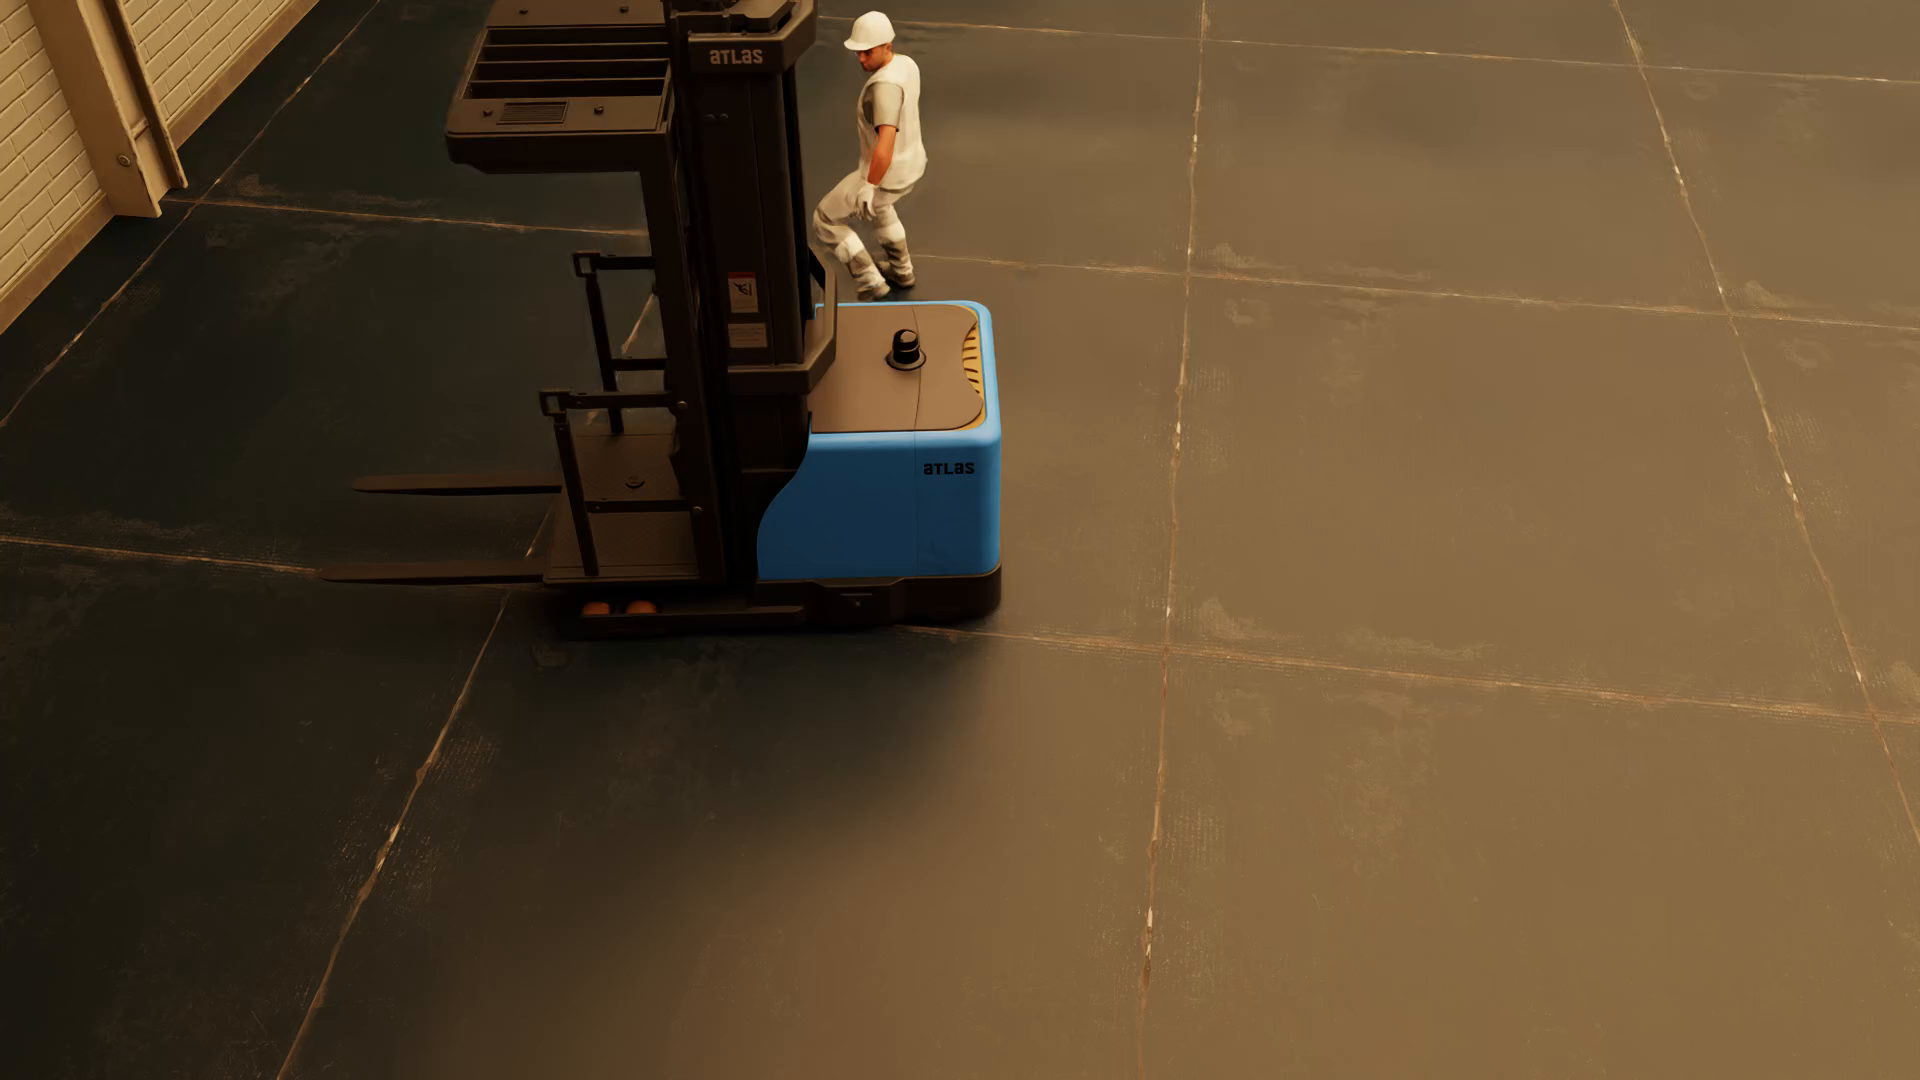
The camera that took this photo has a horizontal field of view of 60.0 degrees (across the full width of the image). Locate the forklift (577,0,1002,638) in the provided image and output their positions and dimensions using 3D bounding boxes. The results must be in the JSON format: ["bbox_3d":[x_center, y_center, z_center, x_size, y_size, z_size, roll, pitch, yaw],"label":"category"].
[{"bbox_3d":[-1.346,-1.010,6.824,3.031,2.935,1.130,-1,43,-2],"label":"forklift"}]

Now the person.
[{"bbox_3d":[-0.445,-2.020,8.820,0.559,1.587,0.908,20,46,21],"label":"person"}]
